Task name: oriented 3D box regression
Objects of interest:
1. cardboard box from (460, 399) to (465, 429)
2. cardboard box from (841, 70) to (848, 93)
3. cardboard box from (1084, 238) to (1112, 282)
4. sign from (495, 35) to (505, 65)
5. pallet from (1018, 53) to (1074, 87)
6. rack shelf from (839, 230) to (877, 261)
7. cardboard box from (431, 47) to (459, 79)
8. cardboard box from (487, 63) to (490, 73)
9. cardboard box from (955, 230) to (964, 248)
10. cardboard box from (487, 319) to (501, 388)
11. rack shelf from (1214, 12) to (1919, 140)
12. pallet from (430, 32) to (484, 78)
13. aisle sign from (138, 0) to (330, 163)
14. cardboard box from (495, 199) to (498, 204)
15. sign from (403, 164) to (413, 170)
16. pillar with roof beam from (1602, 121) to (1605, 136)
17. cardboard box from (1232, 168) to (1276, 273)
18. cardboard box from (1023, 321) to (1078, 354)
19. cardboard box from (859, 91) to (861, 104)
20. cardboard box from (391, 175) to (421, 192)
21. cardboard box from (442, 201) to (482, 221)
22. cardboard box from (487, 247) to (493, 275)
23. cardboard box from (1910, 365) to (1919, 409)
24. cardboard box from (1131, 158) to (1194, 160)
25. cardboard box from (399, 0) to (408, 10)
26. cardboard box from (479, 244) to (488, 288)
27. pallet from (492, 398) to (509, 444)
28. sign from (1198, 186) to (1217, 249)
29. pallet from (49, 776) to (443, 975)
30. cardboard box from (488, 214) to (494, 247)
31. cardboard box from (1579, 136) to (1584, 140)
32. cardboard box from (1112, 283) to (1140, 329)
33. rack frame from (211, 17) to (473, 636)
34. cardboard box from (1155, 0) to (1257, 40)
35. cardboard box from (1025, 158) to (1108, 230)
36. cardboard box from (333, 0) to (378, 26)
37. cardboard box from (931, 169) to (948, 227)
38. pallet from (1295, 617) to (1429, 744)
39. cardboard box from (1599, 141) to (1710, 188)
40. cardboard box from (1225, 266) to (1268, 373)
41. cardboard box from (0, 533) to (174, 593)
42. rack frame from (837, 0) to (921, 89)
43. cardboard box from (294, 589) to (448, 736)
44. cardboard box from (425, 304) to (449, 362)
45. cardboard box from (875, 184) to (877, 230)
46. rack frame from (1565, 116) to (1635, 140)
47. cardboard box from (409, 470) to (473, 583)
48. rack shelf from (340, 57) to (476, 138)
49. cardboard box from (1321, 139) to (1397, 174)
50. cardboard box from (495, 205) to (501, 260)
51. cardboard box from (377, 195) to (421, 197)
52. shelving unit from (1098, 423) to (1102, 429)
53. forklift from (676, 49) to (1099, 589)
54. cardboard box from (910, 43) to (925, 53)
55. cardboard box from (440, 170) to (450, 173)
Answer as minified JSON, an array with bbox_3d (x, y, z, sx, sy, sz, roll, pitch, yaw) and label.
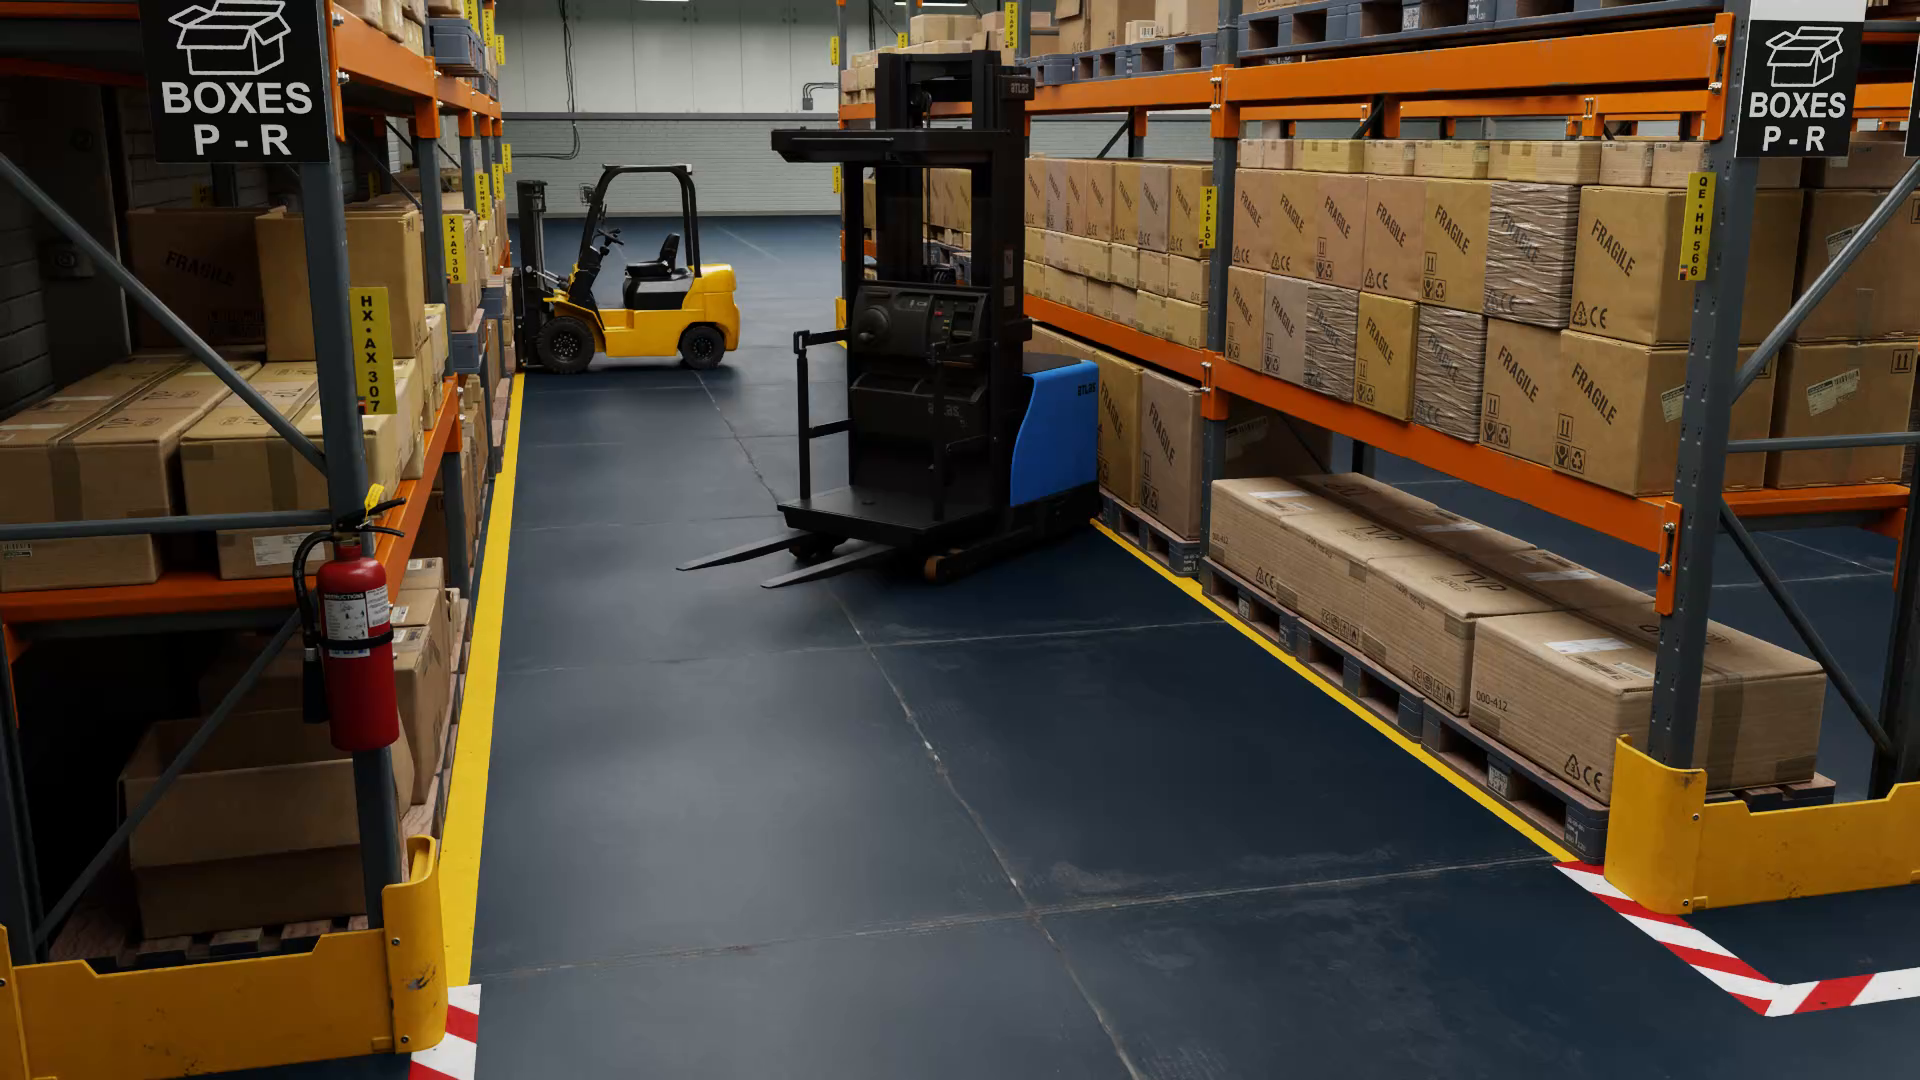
[{"bbox_3d":[-3.265,-0.774,10.289,0.380,0.149,0.250,-4,14,-16],"label":"cardboard box"},{"bbox_3d":[-1.107,-5.397,19.567,0.500,0.250,0.500,-4,14,-14],"label":"cardboard box"},{"bbox_3d":[1.124,-1.840,10.902,0.500,0.250,0.500,-3,14,-12],"label":"cardboard box"},{"bbox_3d":[-5.259,-5.598,18.999,0.100,0.325,0.005,-3,14,-13],"label":"sign"},{"bbox_3d":[1.116,-3.374,11.993,1.213,0.211,1.003,-3,14,-11],"label":"pallet"},{"bbox_3d":[-0.496,-3.188,18.673,1.077,0.370,4.000,-3,14,-13],"label":"rack shelf"},{"bbox_3d":[-3.318,-2.924,10.072,0.500,0.250,0.500,-3,14,-13],"label":"cardboard box"},{"bbox_3d":[-4.841,-4.684,16.394,0.380,0.149,0.250,-3,14,-11],"label":"cardboard box"},{"bbox_3d":[0.166,-2.651,14.603,0.380,0.149,0.250,-4,14,-15],"label":"cardboard box"},{"bbox_3d":[-4.717,-1.730,15.305,0.875,0.625,0.625,-3,14,-11],"label":"cardboard box"},{"bbox_3d":[2.322,-1.877,6.986,1.077,0.370,4.000,-3,14,-13],"label":"rack shelf"},{"bbox_3d":[-3.303,-2.713,9.286,1.213,0.211,1.003,-3,14,-13],"label":"pallet"},{"bbox_3d":[-1.731,-1.294,3.926,0.394,0.787,0.004,-3,14,-13],"label":"aisle sign"},{"bbox_3d":[-4.806,-3.430,16.569,0.380,0.149,0.250,-3,14,-12],"label":"cardboard box"},{"bbox_3d":[-6.331,-4.151,19.107,0.100,0.325,0.005,-3,14,-13],"label":"sign"},{"bbox_3d":[14.295,-13.478,46.632,9.100,9.000,0.548,-3,14,-13],"label":"pillar with roof beam"},{"bbox_3d":[1.729,-1.642,8.510,0.500,0.500,0.500,-3,14,-13],"label":"cardboard box"},{"bbox_3d":[0.994,-1.162,12.453,0.875,0.875,0.875,-3,14,-14],"label":"cardboard box"},{"bbox_3d":[-0.944,-5.065,19.049,0.380,0.149,0.250,-3,14,-14],"label":"cardboard box"},{"bbox_3d":[-5.219,-3.364,15.672,0.380,0.149,0.250,-3,14,-13],"label":"cardboard box"},{"bbox_3d":[-4.013,-2.627,13.282,0.380,0.149,0.250,-3,14,-12],"label":"cardboard box"},{"bbox_3d":[-4.139,-2.274,13.730,0.500,0.250,0.500,-3,14,-11],"label":"cardboard box"},{"bbox_3d":[6.219,-1.042,11.173,0.500,0.250,0.500,-4,14,-15],"label":"cardboard box"},{"bbox_3d":[1.417,-2.465,11.881,0.500,0.500,0.500,-3,14,-12],"label":"cardboard box"},{"bbox_3d":[-2.373,-2.147,6.263,0.500,0.250,0.500,-3,14,-12],"label":"cardboard box"},{"bbox_3d":[-3.349,-1.782,10.832,0.500,0.250,0.500,-4,14,-16],"label":"cardboard box"},{"bbox_3d":[-4.349,-0.995,14.053,1.003,0.211,1.213,-3,14,-13],"label":"pallet"},{"bbox_3d":[1.327,-1.722,8.884,0.100,0.325,0.005,-3,14,-13],"label":"sign"},{"bbox_3d":[-2.238,1.123,5.388,1.003,0.211,1.213,-3,14,-13],"label":"pallet"},{"bbox_3d":[-4.244,-2.633,14.148,0.500,0.250,0.500,-3,14,-12],"label":"cardboard box"},{"bbox_3d":[8.531,-5.088,21.990,0.500,0.500,0.500,-3,14,-13],"label":"cardboard box"},{"bbox_3d":[1.283,-1.483,10.491,0.500,0.250,0.500,-4,14,-15],"label":"cardboard box"},{"bbox_3d":[-2.972,-0.953,8.009,1.000,3.000,0.127,-3,14,-13],"label":"rack frame"},{"bbox_3d":[1.441,-3.040,9.534,0.500,0.311,0.500,-3,14,-13],"label":"cardboard box"},{"bbox_3d":[0.791,-2.561,12.270,0.500,0.500,0.500,-4,14,-15],"label":"cardboard box"},{"bbox_3d":[-1.970,-1.635,5.007,0.380,0.149,0.250,-3,14,-12],"label":"cardboard box"},{"bbox_3d":[0.026,-3.119,15.151,0.500,0.500,0.500,-3,14,-14],"label":"cardboard box"},{"bbox_3d":[2.245,0.585,7.586,1.003,0.211,1.213,-3,14,-13],"label":"pallet"},{"bbox_3d":[2.430,-1.286,5.688,0.380,0.149,0.250,-3,14,-12],"label":"cardboard box"},{"bbox_3d":[1.708,-1.157,8.630,0.500,0.500,0.500,-3,14,-11],"label":"cardboard box"},{"bbox_3d":[-2.371,0.030,4.514,0.380,0.149,0.250,-3,14,-14],"label":"cardboard box"},{"bbox_3d":[-0.966,-6.914,19.764,1.000,3.000,0.127,-3,14,-13],"label":"rack frame"},{"bbox_3d":[-2.274,0.506,6.416,0.500,0.500,0.500,-3,14,-12],"label":"cardboard box"},{"bbox_3d":[-2.615,-0.921,7.567,0.500,0.250,0.500,-3,14,-12],"label":"cardboard box"},{"bbox_3d":[-0.626,-3.596,17.988,0.500,0.500,0.500,-3,14,-12],"label":"cardboard box"},{"bbox_3d":[8.667,-4.552,22.737,1.000,3.000,0.127,-3,14,-13],"label":"rack frame"},{"bbox_3d":[-2.867,-0.067,8.764,0.500,0.500,0.500,-3,14,-11],"label":"cardboard box"},{"bbox_3d":[-3.441,-2.522,9.627,1.077,0.370,4.000,-3,14,-13],"label":"rack shelf"},{"bbox_3d":[1.884,-1.755,7.604,0.380,0.149,0.250,-4,14,-15],"label":"cardboard box"},{"bbox_3d":[-4.701,-2.964,16.030,0.500,0.500,0.500,-4,14,-15],"label":"cardboard box"},{"bbox_3d":[-4.907,-2.947,14.592,0.380,0.149,0.250,-3,14,-13],"label":"cardboard box"},{"bbox_3d":[0.639,-0.680,11.430,0.189,0.258,1.200,-6,-15,-20],"label":"shelving unit"},{"bbox_3d":[-0.367,-1.302,9.582,1.130,2.935,3.031,10,17,34],"label":"forklift"},{"bbox_3d":[-0.159,-4.391,15.189,0.500,0.250,0.500,-3,14,-14],"label":"cardboard box"},{"bbox_3d":[-5.684,-3.901,17.869,0.380,0.149,0.250,-3,14,-11],"label":"cardboard box"}]
